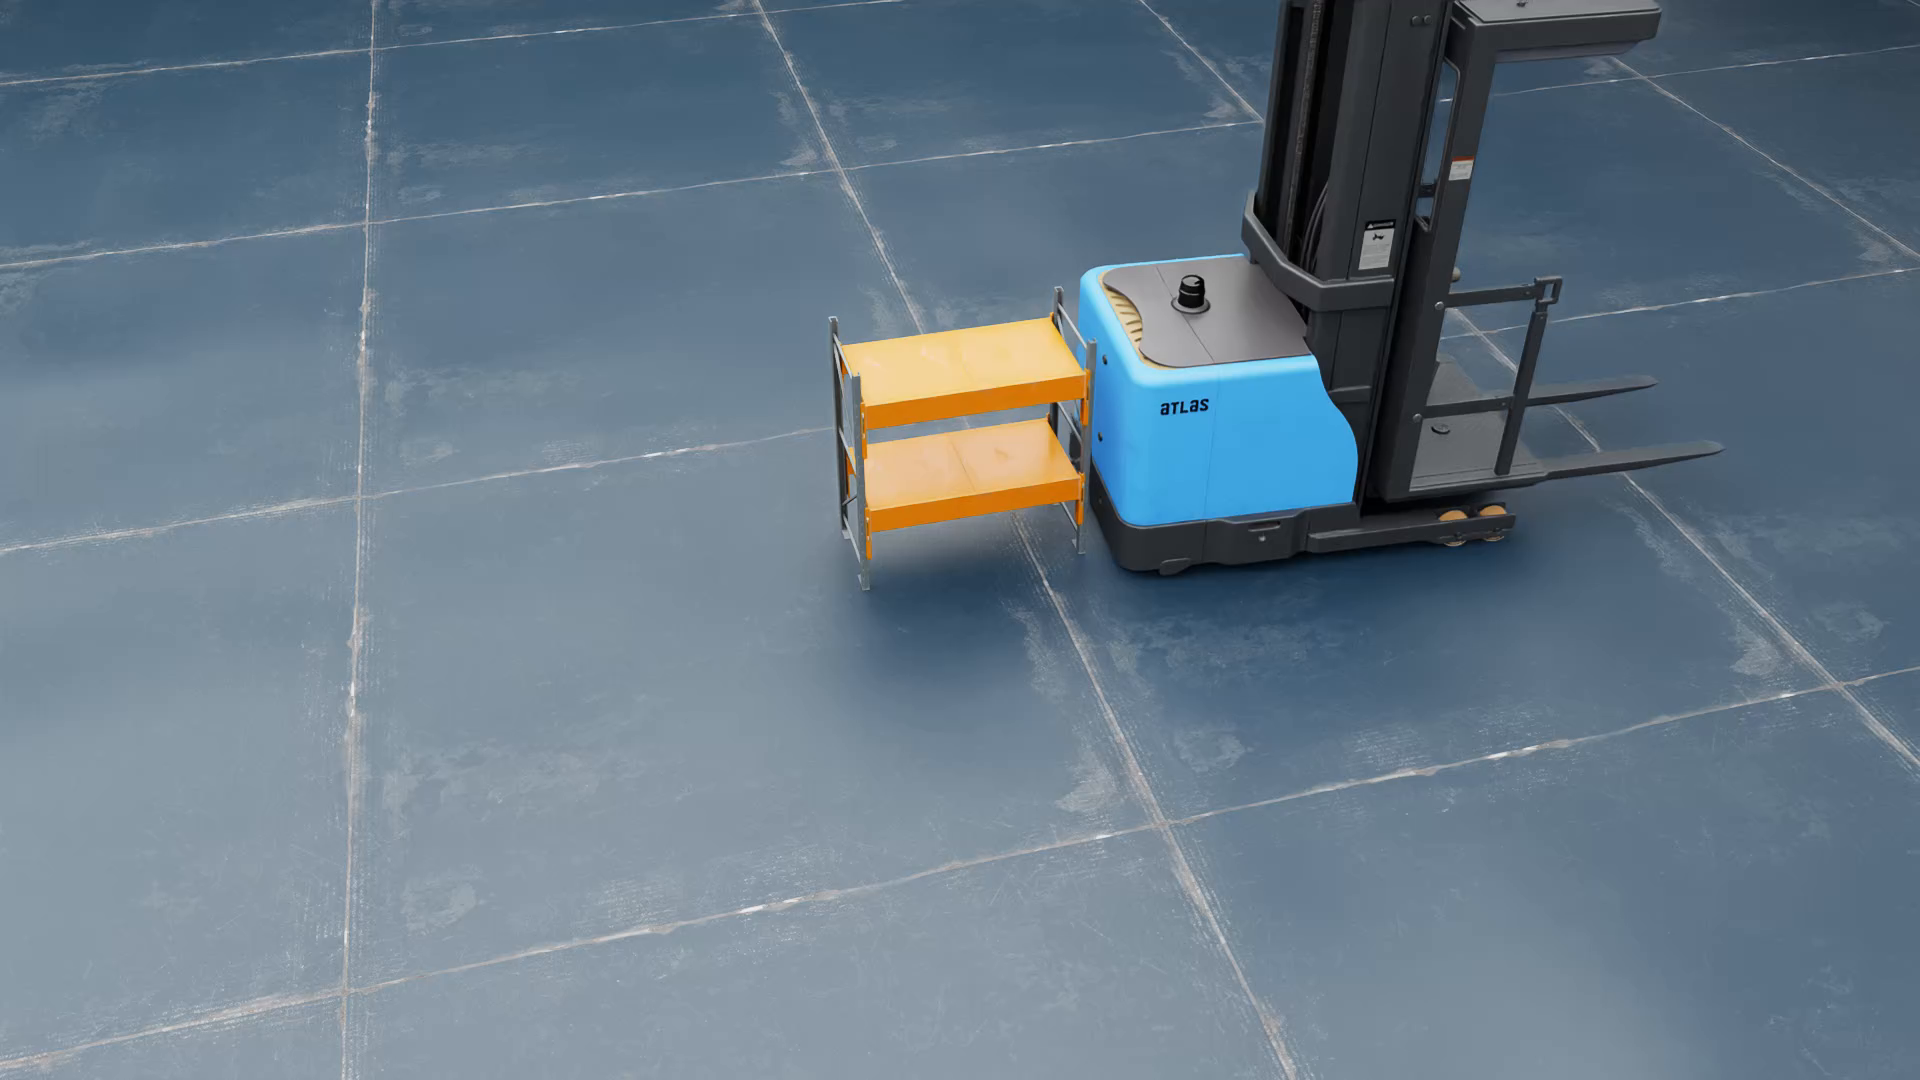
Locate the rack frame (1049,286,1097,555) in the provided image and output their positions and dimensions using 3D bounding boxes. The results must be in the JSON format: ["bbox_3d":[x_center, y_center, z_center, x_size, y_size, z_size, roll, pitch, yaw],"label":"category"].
[{"bbox_3d":[0.497,-0.528,7.515,0.032,1.125,0.500,-9,38,-12],"label":"rack frame"}]

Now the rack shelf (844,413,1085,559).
[{"bbox_3d":[0.007,-0.254,7.558,1.000,0.278,0.538,-9,38,-12],"label":"rack shelf"}]

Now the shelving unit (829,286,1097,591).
[{"bbox_3d":[0.007,-0.448,7.410,1.048,1.125,0.538,-9,38,-12],"label":"shelving unit"}]

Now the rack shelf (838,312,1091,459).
[{"bbox_3d":[0.007,-0.680,7.232,1.000,0.278,0.538,-9,38,-12],"label":"rack shelf"}]

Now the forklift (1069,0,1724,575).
[{"bbox_3d":[2.106,-1.444,7.226,3.031,2.935,1.130,-7,38,-9],"label":"forklift"}]

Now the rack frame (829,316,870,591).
[{"bbox_3d":[-0.484,-0.367,7.304,0.032,1.125,0.500,-9,38,-12],"label":"rack frame"}]
